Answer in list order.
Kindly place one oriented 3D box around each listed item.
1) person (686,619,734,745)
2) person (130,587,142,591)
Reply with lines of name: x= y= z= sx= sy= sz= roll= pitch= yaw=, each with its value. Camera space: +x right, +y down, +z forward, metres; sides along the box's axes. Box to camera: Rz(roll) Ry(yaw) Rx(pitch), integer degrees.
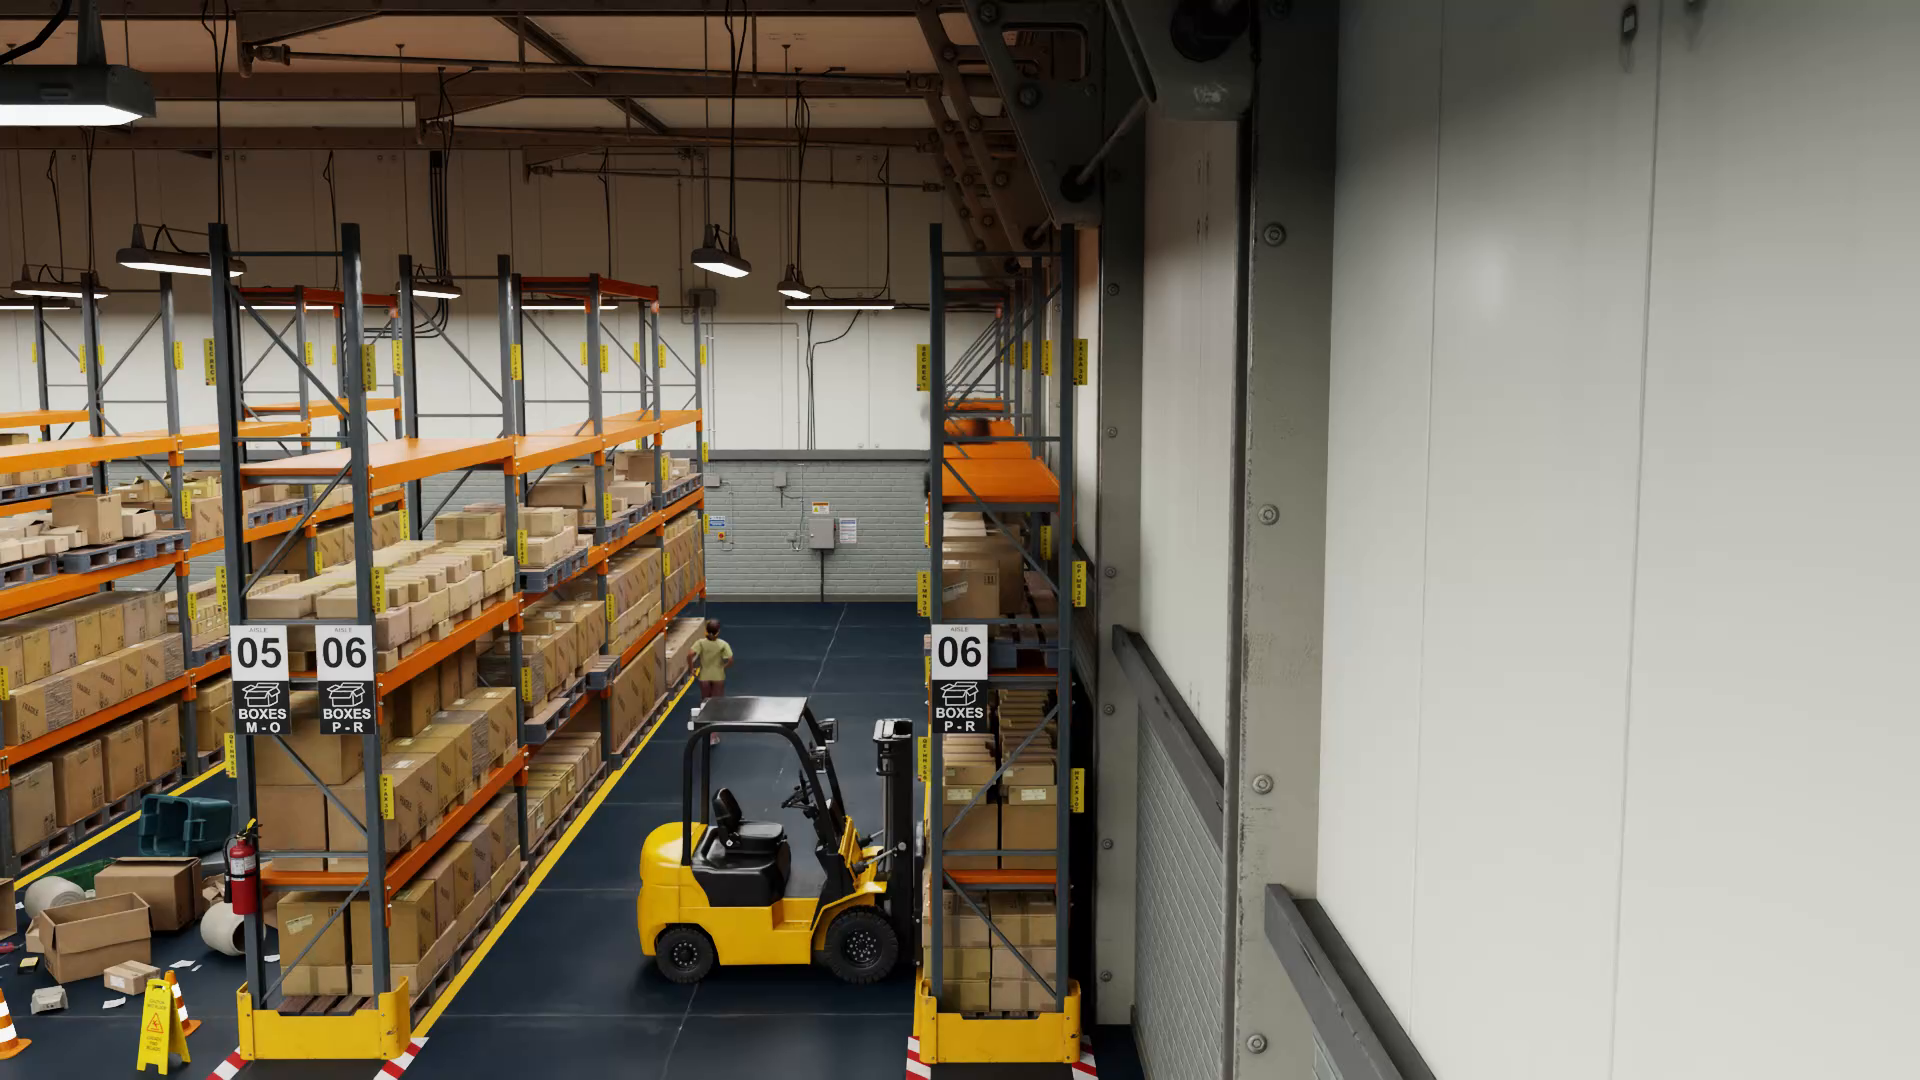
person: x=-3.231 y=1.825 z=21.668 sx=0.587 sy=1.627 sz=0.599 roll=0 pitch=7 yaw=1
person: x=-12.004 y=1.508 z=24.346 sx=0.601 sy=1.644 sz=0.648 roll=-1 pitch=7 yaw=-8
